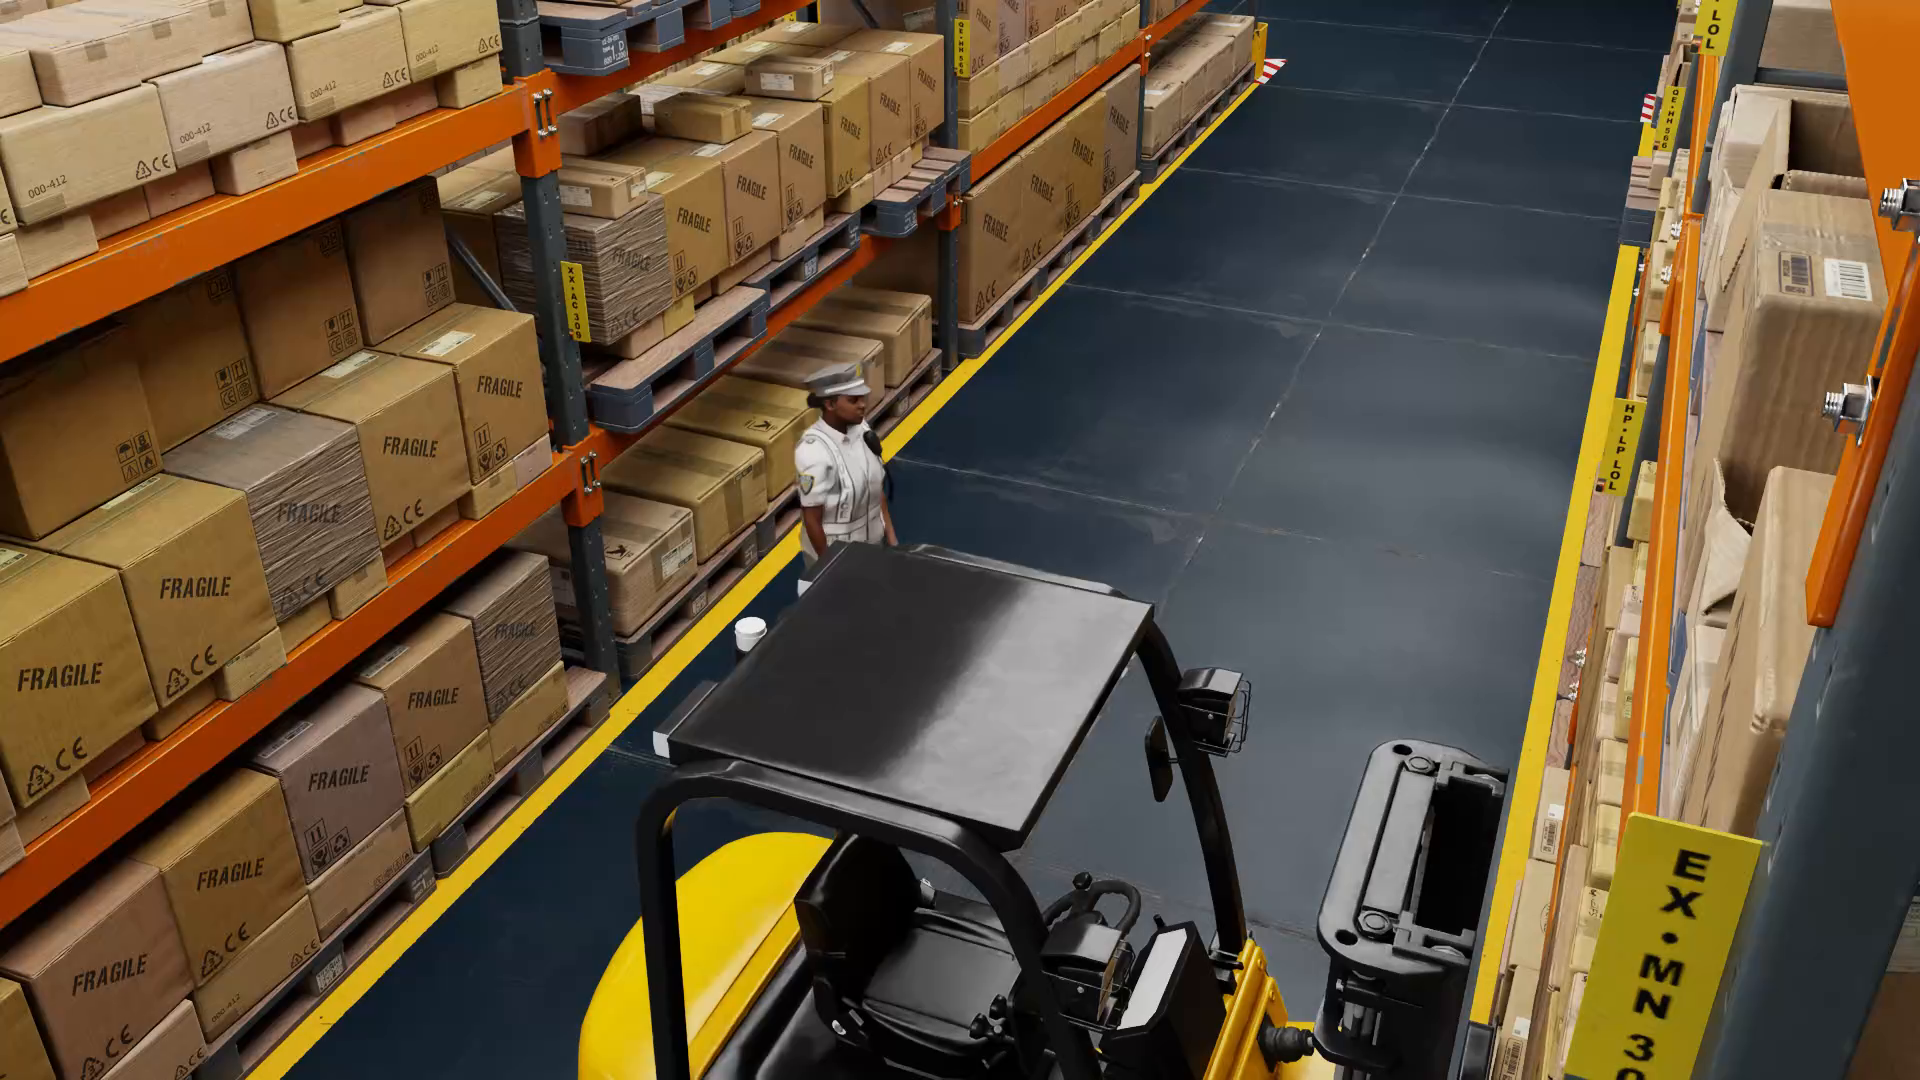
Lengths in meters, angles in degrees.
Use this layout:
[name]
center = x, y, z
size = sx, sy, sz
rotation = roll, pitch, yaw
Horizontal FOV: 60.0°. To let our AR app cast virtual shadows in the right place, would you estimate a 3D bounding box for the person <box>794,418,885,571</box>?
[person]
center = -0.499, 0.122, 7.035
size = 0.328, 1.369, 0.418
rotation = 18, 34, 28
